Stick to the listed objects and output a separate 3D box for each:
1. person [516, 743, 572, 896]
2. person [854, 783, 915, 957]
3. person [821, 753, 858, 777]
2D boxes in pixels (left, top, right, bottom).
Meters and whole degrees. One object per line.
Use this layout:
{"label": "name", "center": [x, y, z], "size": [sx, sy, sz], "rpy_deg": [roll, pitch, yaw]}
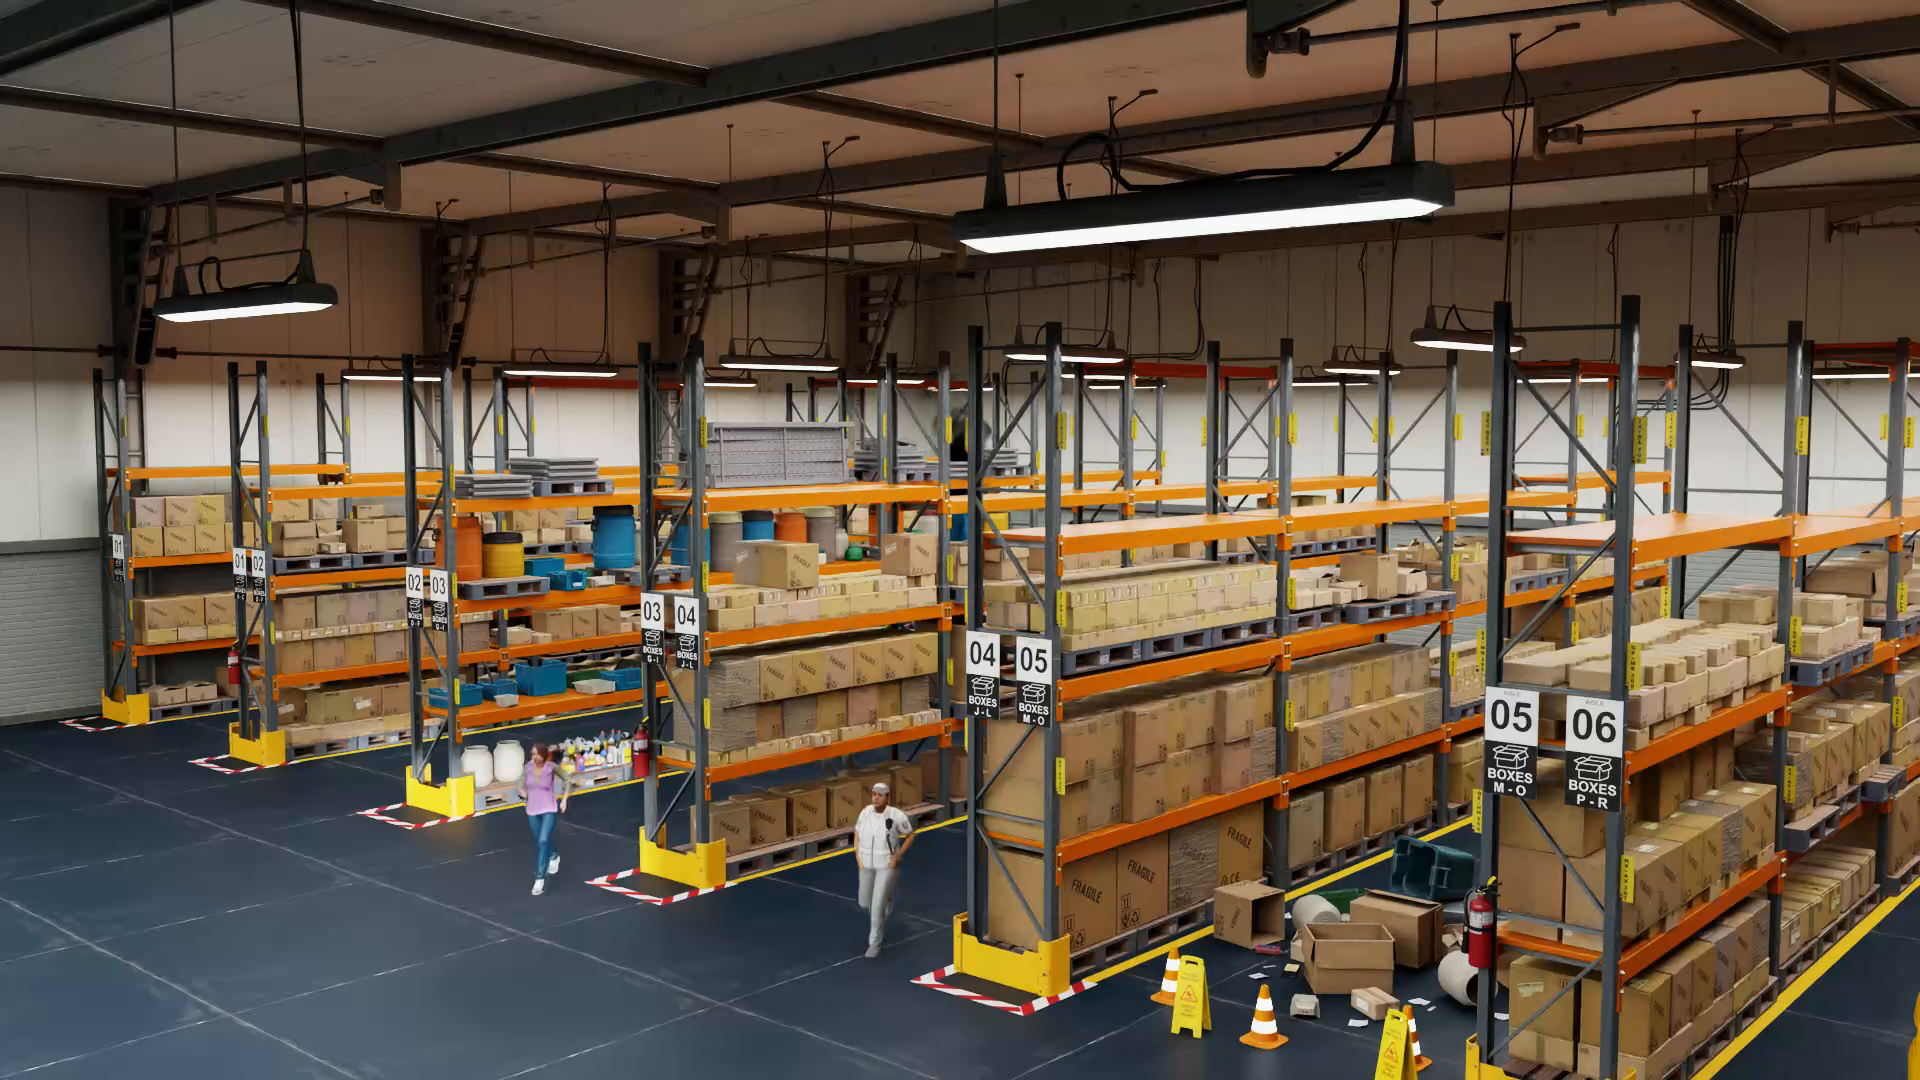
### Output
{"label": "person", "center": [-4.606, 3.022, 18.375], "size": [0.569, 1.614, 0.844], "rpy_deg": [1, 4, 10]}
{"label": "person", "center": [-0.761, 3.180, 16.274], "size": [0.605, 1.642, 0.809], "rpy_deg": [2, 5, 24]}
{"label": "person", "center": [-1.612, 2.668, 22.619], "size": [0.555, 1.756, 0.755], "rpy_deg": [3, 5, 32]}
